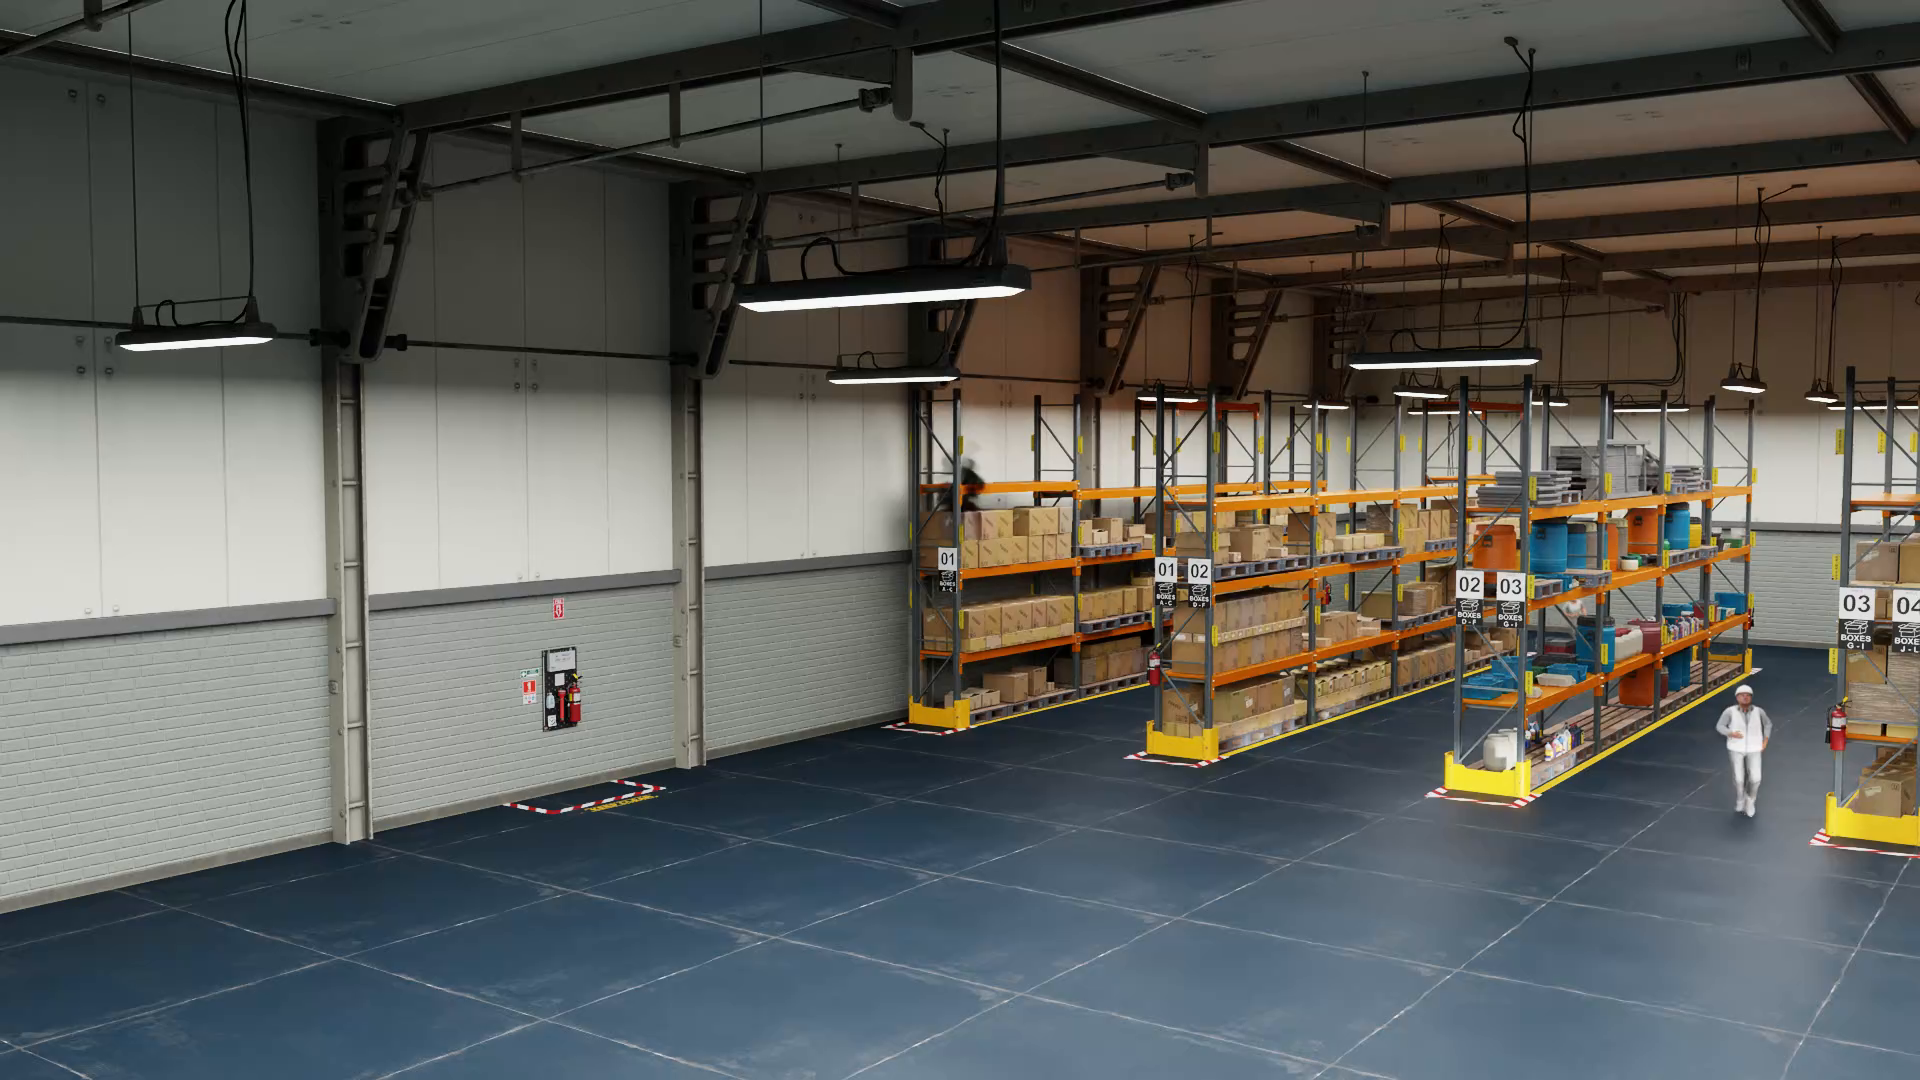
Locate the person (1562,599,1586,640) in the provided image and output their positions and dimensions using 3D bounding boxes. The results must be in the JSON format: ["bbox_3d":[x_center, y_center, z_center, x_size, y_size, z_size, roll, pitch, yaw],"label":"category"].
[{"bbox_3d":[14.232,1.998,38.569,0.583,1.679,0.891,0,3,6],"label":"person"}]

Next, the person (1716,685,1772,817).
[{"bbox_3d":[10.587,2.846,22.446,0.715,1.775,0.586,1,3,18],"label":"person"}]
